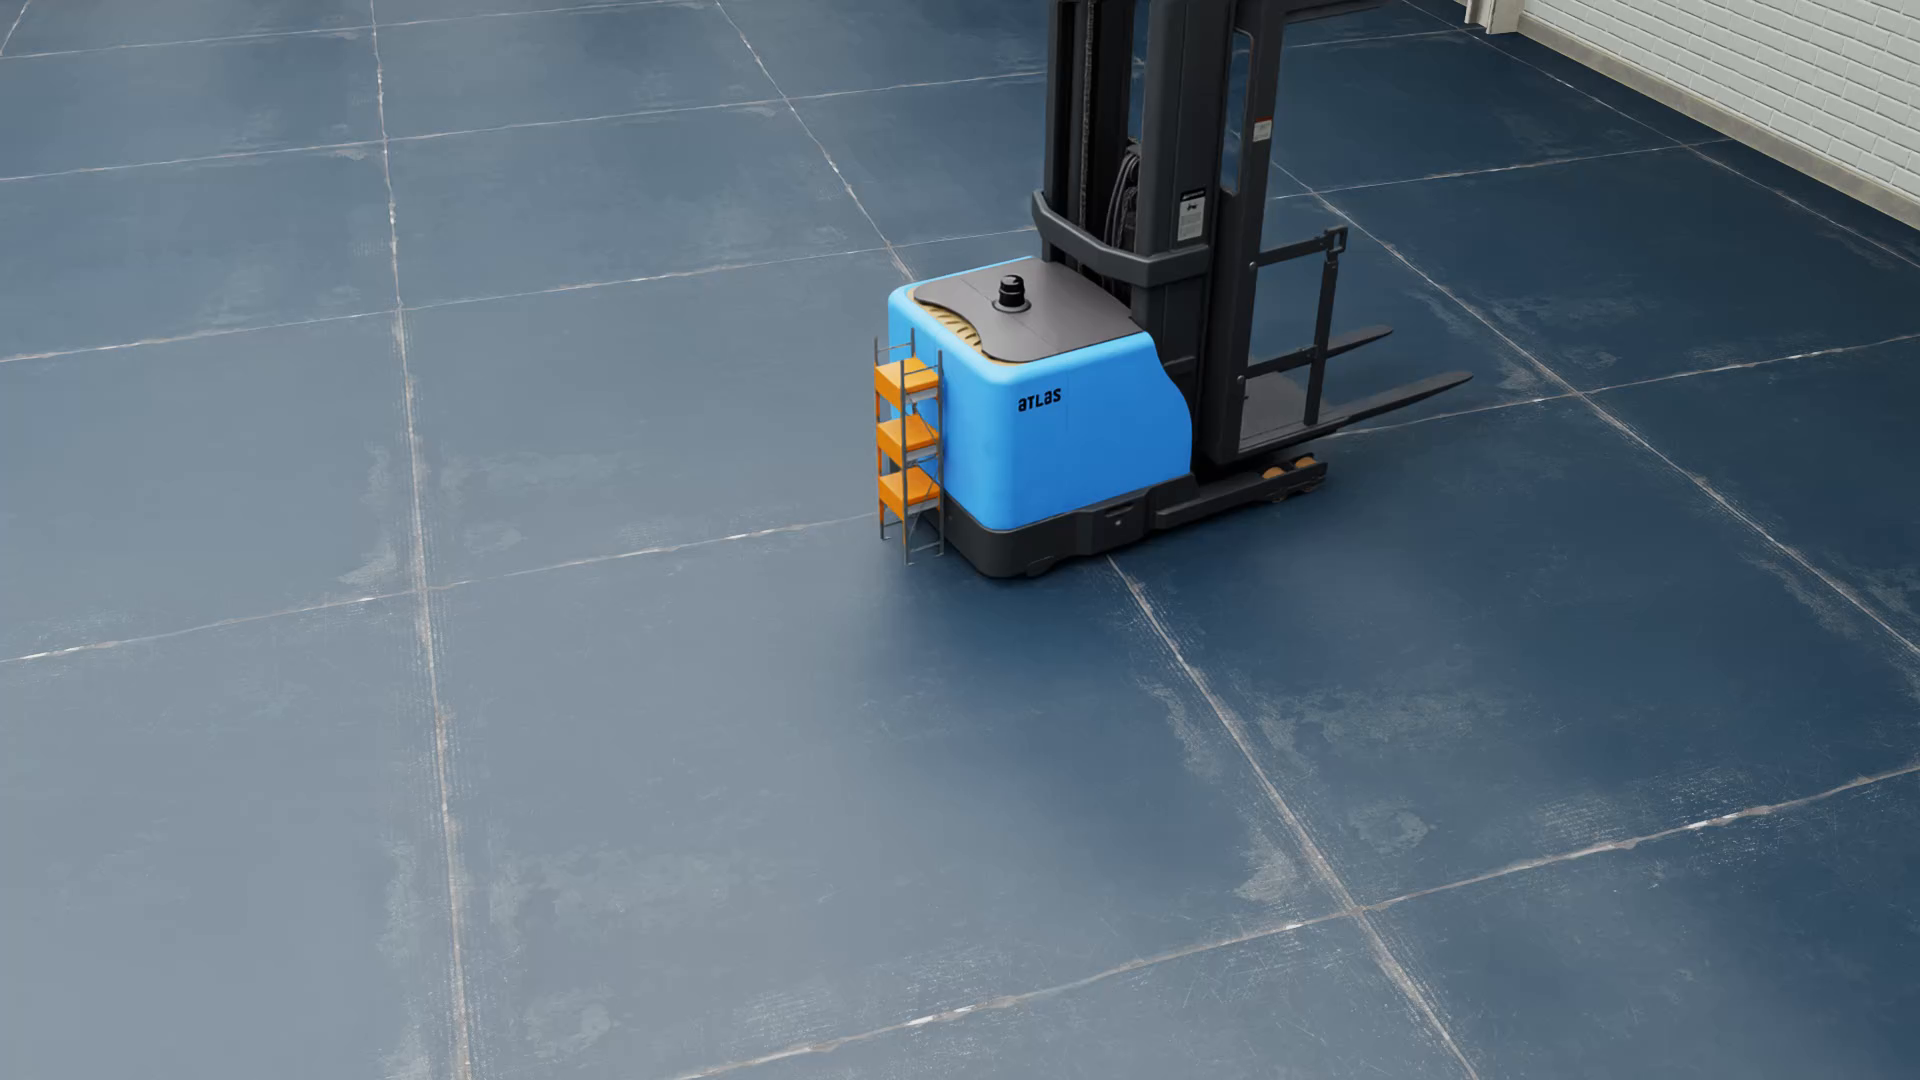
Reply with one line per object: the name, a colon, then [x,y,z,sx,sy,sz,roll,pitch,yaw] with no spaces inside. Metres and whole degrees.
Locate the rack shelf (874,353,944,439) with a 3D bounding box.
rack shelf: [-0.224,-0.631,7.256,0.215,0.259,0.240,-18,37,-24]

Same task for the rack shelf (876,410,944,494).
rack shelf: [-0.223,-0.394,7.413,0.215,0.259,0.240,-18,37,-24]

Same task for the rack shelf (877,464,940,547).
rack shelf: [-0.223,-0.162,7.566,0.215,0.259,0.240,-18,37,-24]

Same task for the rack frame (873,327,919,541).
rack frame: [-0.284,-0.461,7.495,0.200,1.050,0.008,-18,37,-24]

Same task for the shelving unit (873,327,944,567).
shelving unit: [-0.224,-0.403,7.407,0.215,1.050,0.252,-18,37,-24]

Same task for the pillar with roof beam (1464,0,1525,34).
pillar with roof beam: [0.555,-7.527,10.979,9.100,9.000,0.400,-10,35,-15]

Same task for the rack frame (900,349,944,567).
rack frame: [-0.163,-0.345,7.319,0.200,1.050,0.008,-18,37,-24]

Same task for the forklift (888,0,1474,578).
forklift: [1.196,-1.639,7.572,3.031,2.935,1.130,-18,37,-25]
